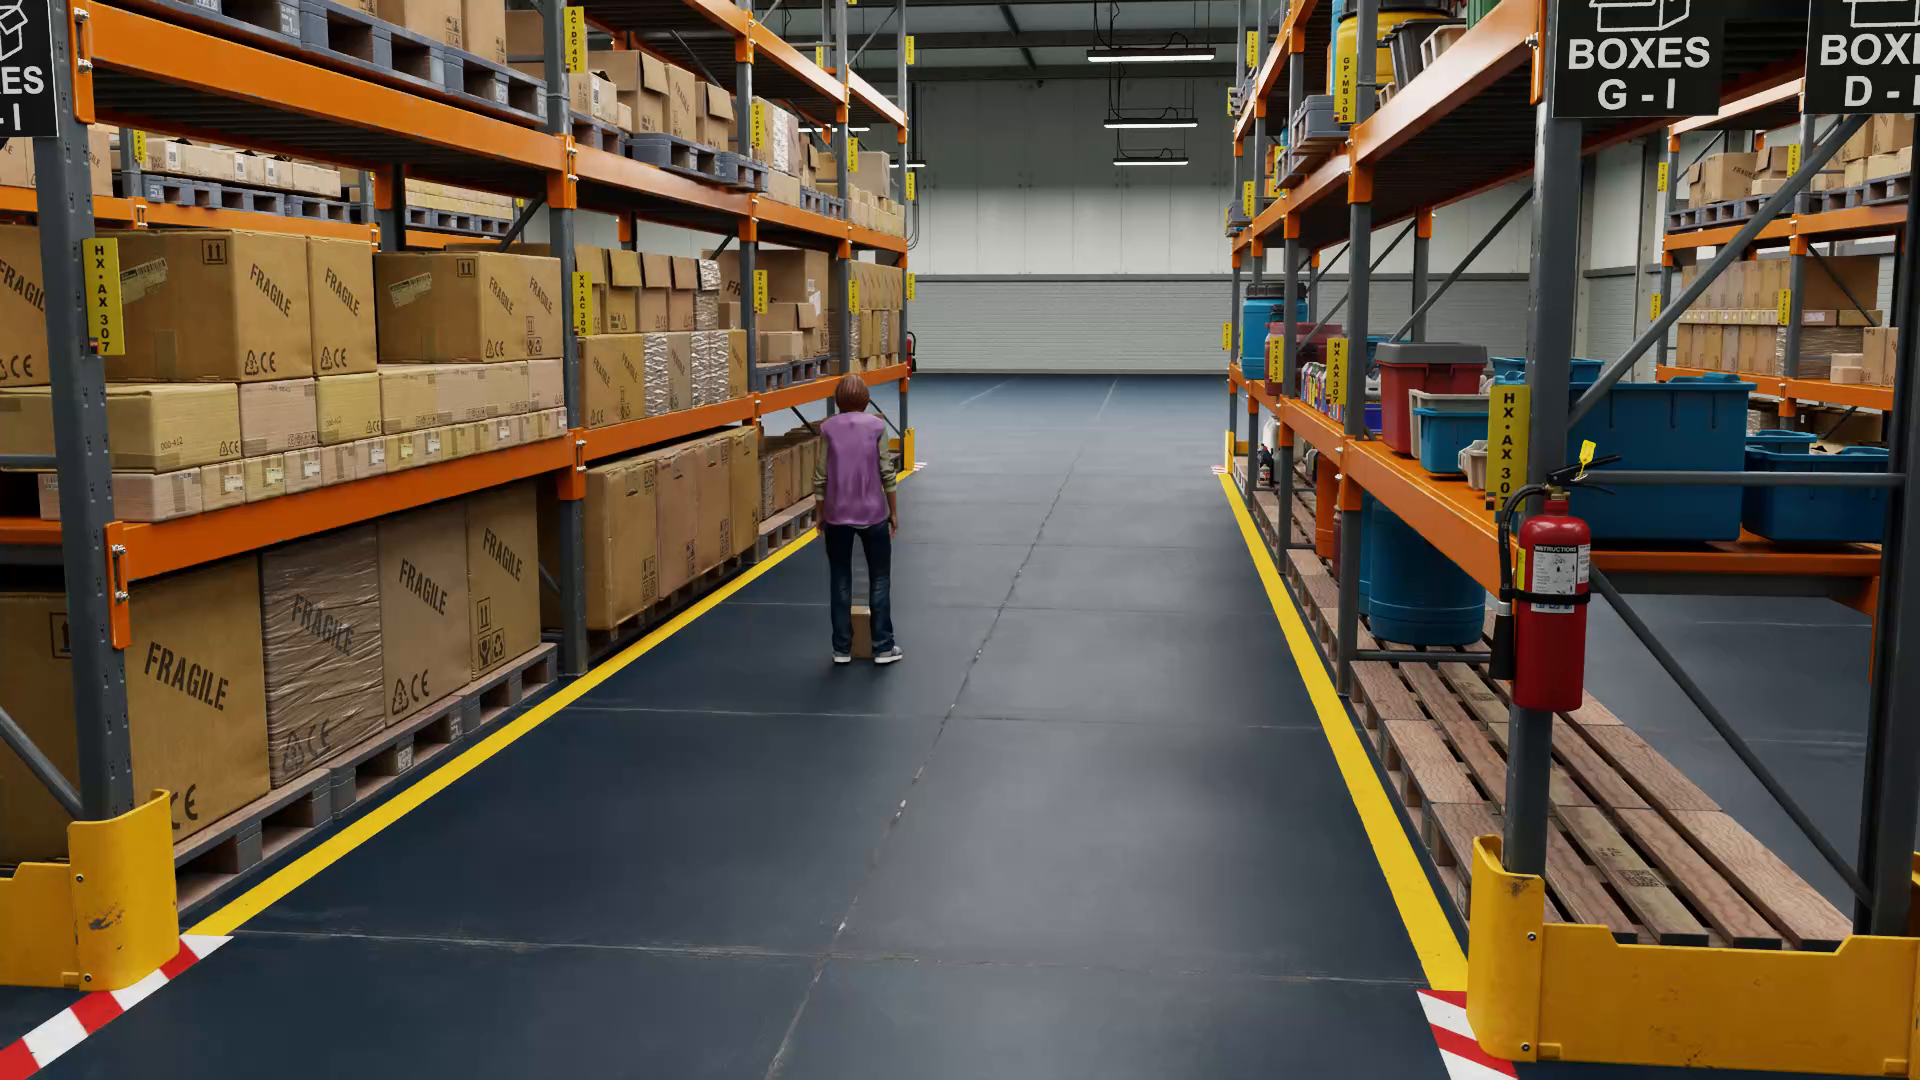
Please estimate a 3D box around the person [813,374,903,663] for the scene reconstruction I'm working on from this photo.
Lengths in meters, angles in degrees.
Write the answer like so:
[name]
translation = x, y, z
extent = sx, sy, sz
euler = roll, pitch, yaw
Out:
[person]
translation = -0.566, -0.110, 9.152
extent = 0.478, 1.591, 0.345
euler = 0, 8, 3
